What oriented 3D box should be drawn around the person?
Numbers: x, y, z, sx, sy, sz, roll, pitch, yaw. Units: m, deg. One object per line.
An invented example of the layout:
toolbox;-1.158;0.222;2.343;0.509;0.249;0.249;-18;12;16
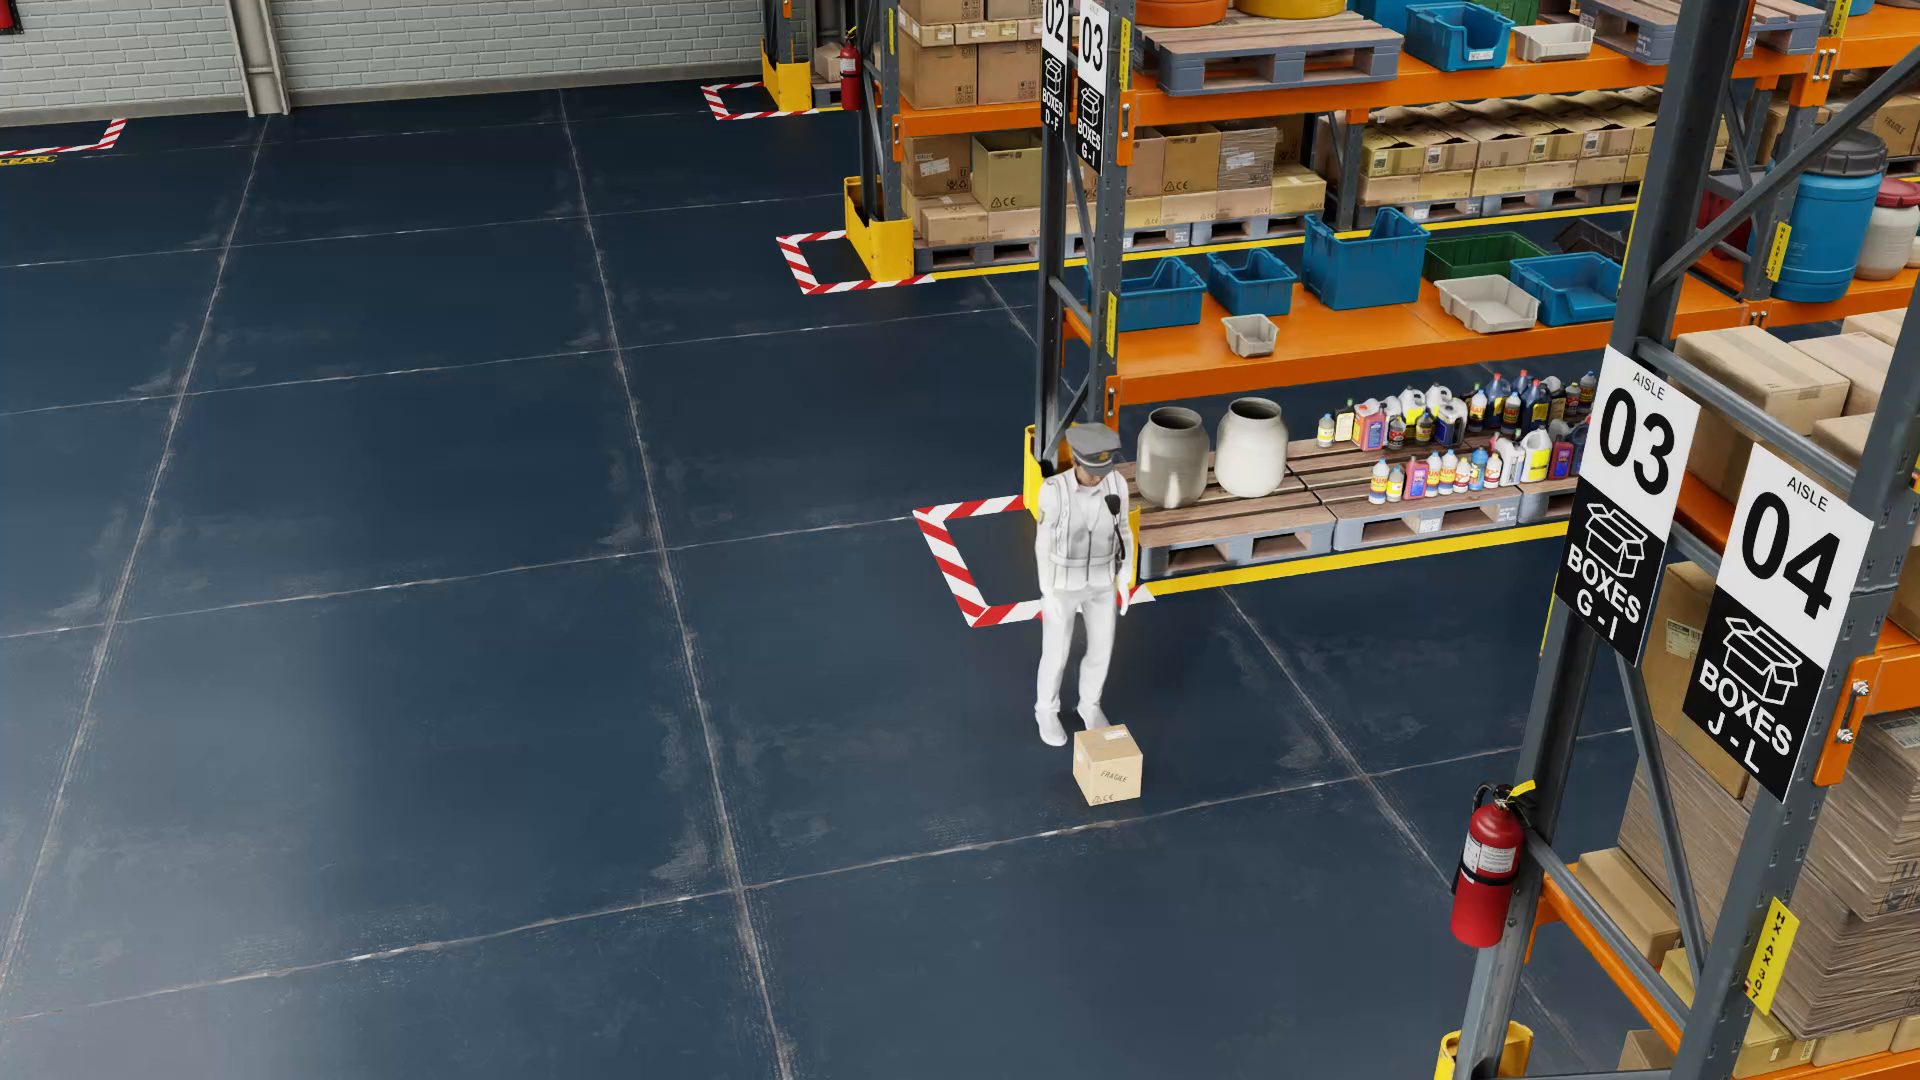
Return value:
person;0.588;0.214;7.879;0.474;1.660;0.327;-7;31;-12
